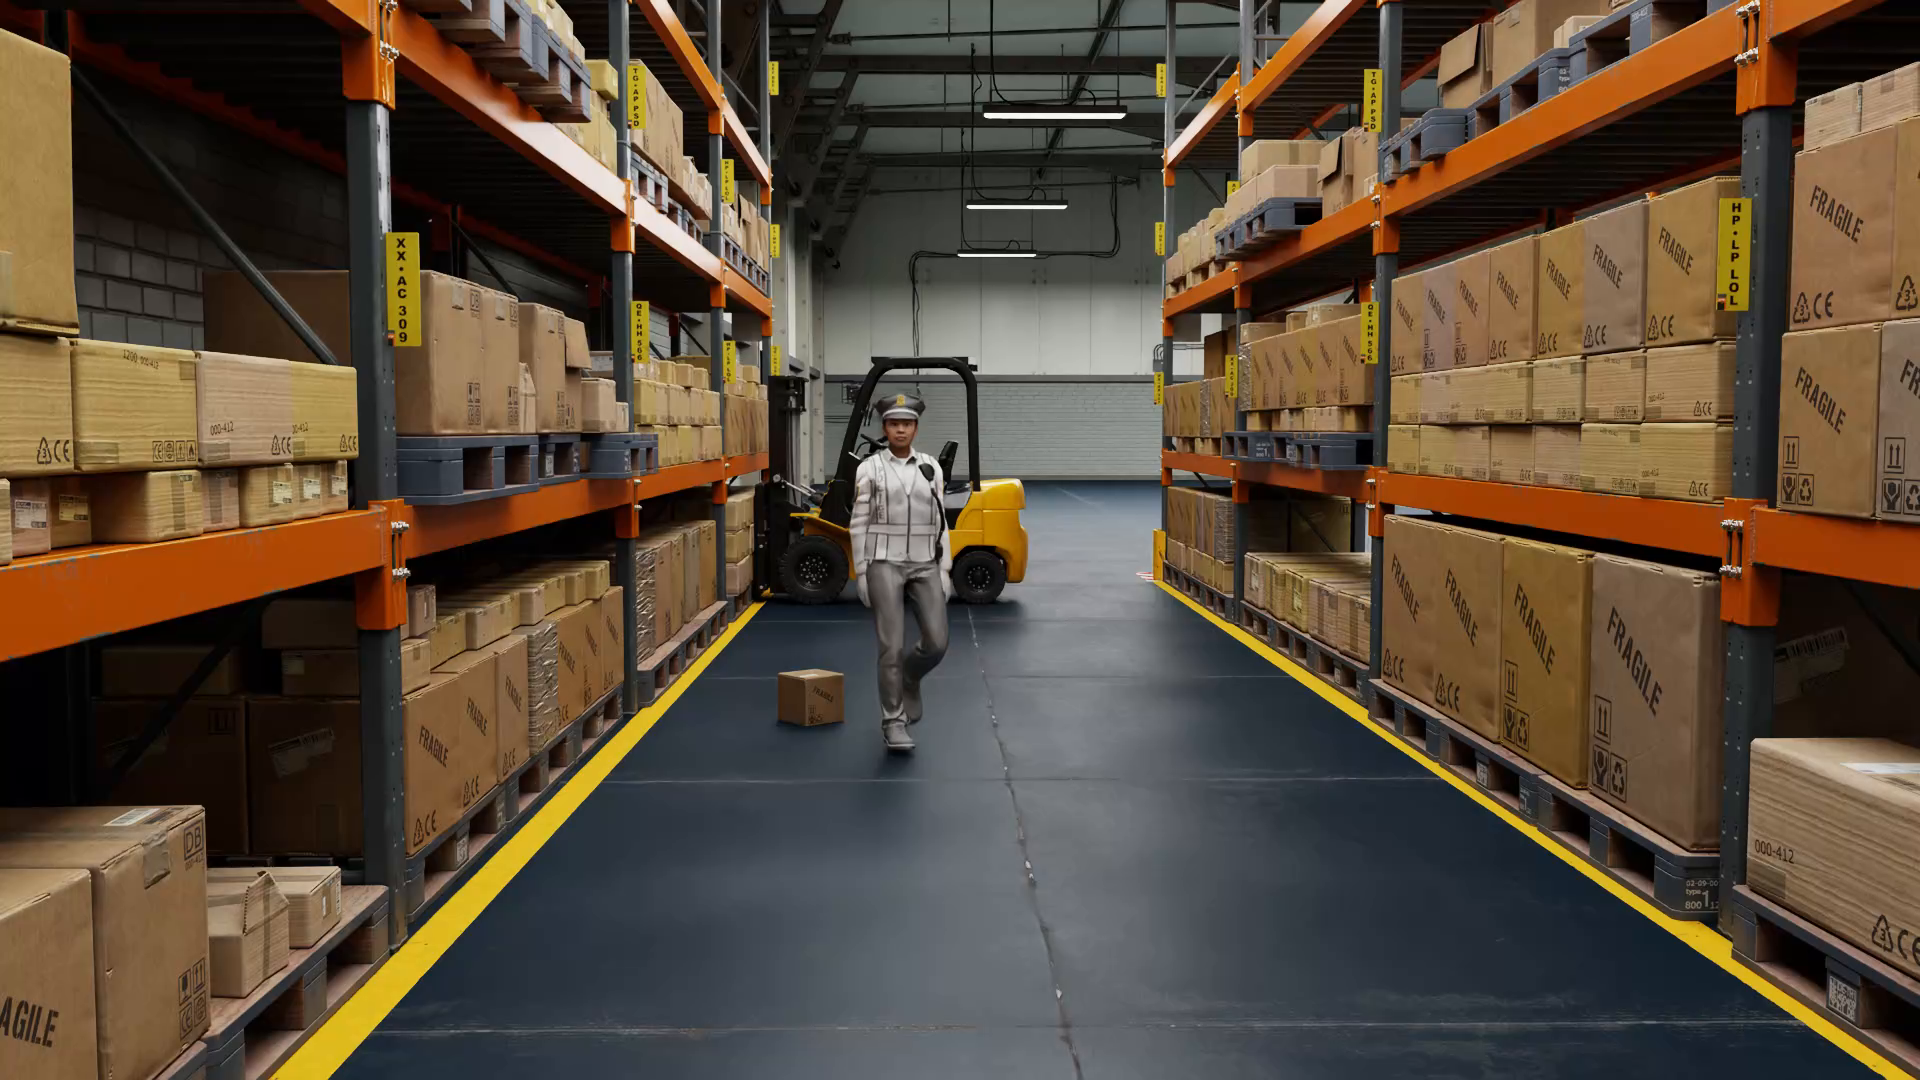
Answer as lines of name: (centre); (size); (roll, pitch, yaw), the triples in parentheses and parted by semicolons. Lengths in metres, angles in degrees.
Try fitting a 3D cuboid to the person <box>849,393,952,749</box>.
person: (-0.283, 0.135, 7.987); (0.488, 1.676, 0.551); (-1, 4, -17)
